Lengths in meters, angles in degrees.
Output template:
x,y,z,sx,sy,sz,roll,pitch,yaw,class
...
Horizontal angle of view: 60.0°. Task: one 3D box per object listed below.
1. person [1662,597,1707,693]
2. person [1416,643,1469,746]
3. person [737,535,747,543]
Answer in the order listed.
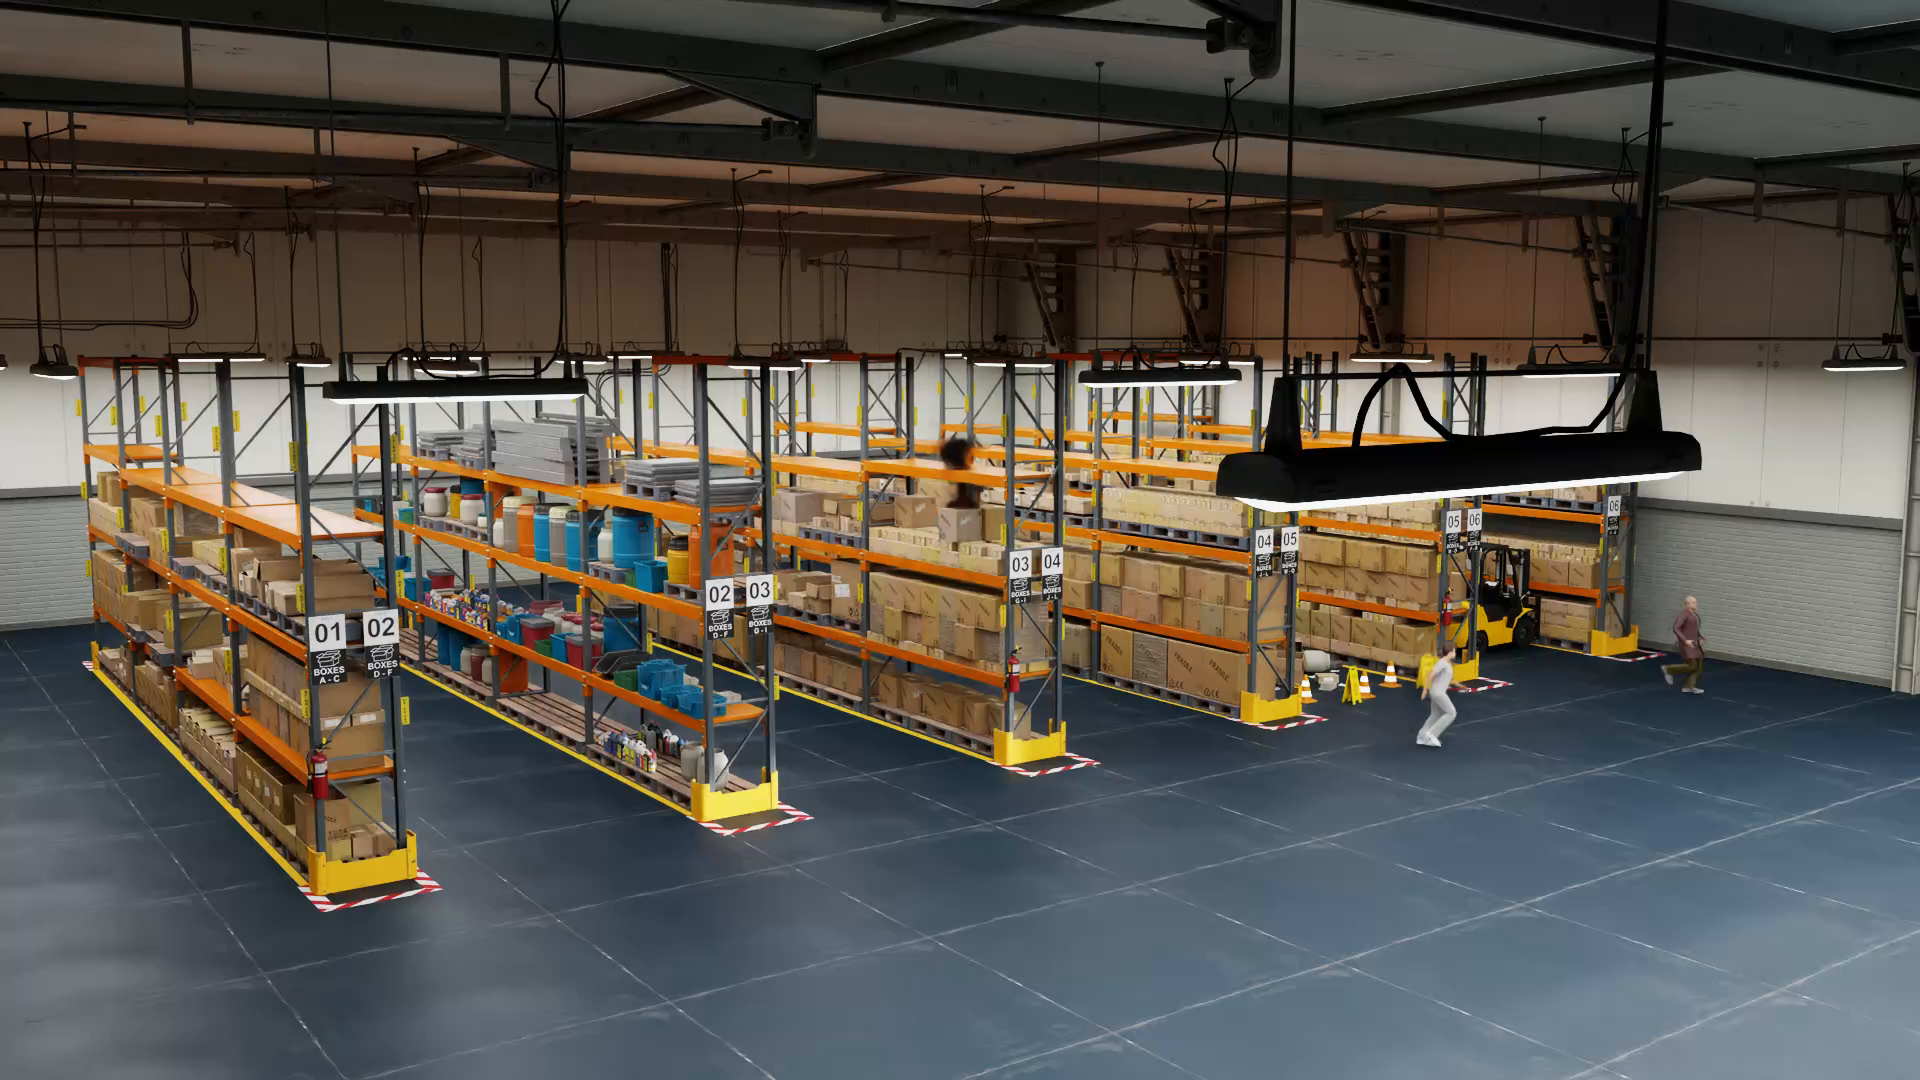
x,y,z,sx,sy,sz,roll,pitch,yaw,class
13.013,1.870,29.793,0.720,1.735,0.699,6,9,42,person
7.494,2.392,25.791,0.750,1.614,0.551,2,7,17,person
-5.301,0.585,40.691,0.572,1.726,0.761,0,7,3,person
